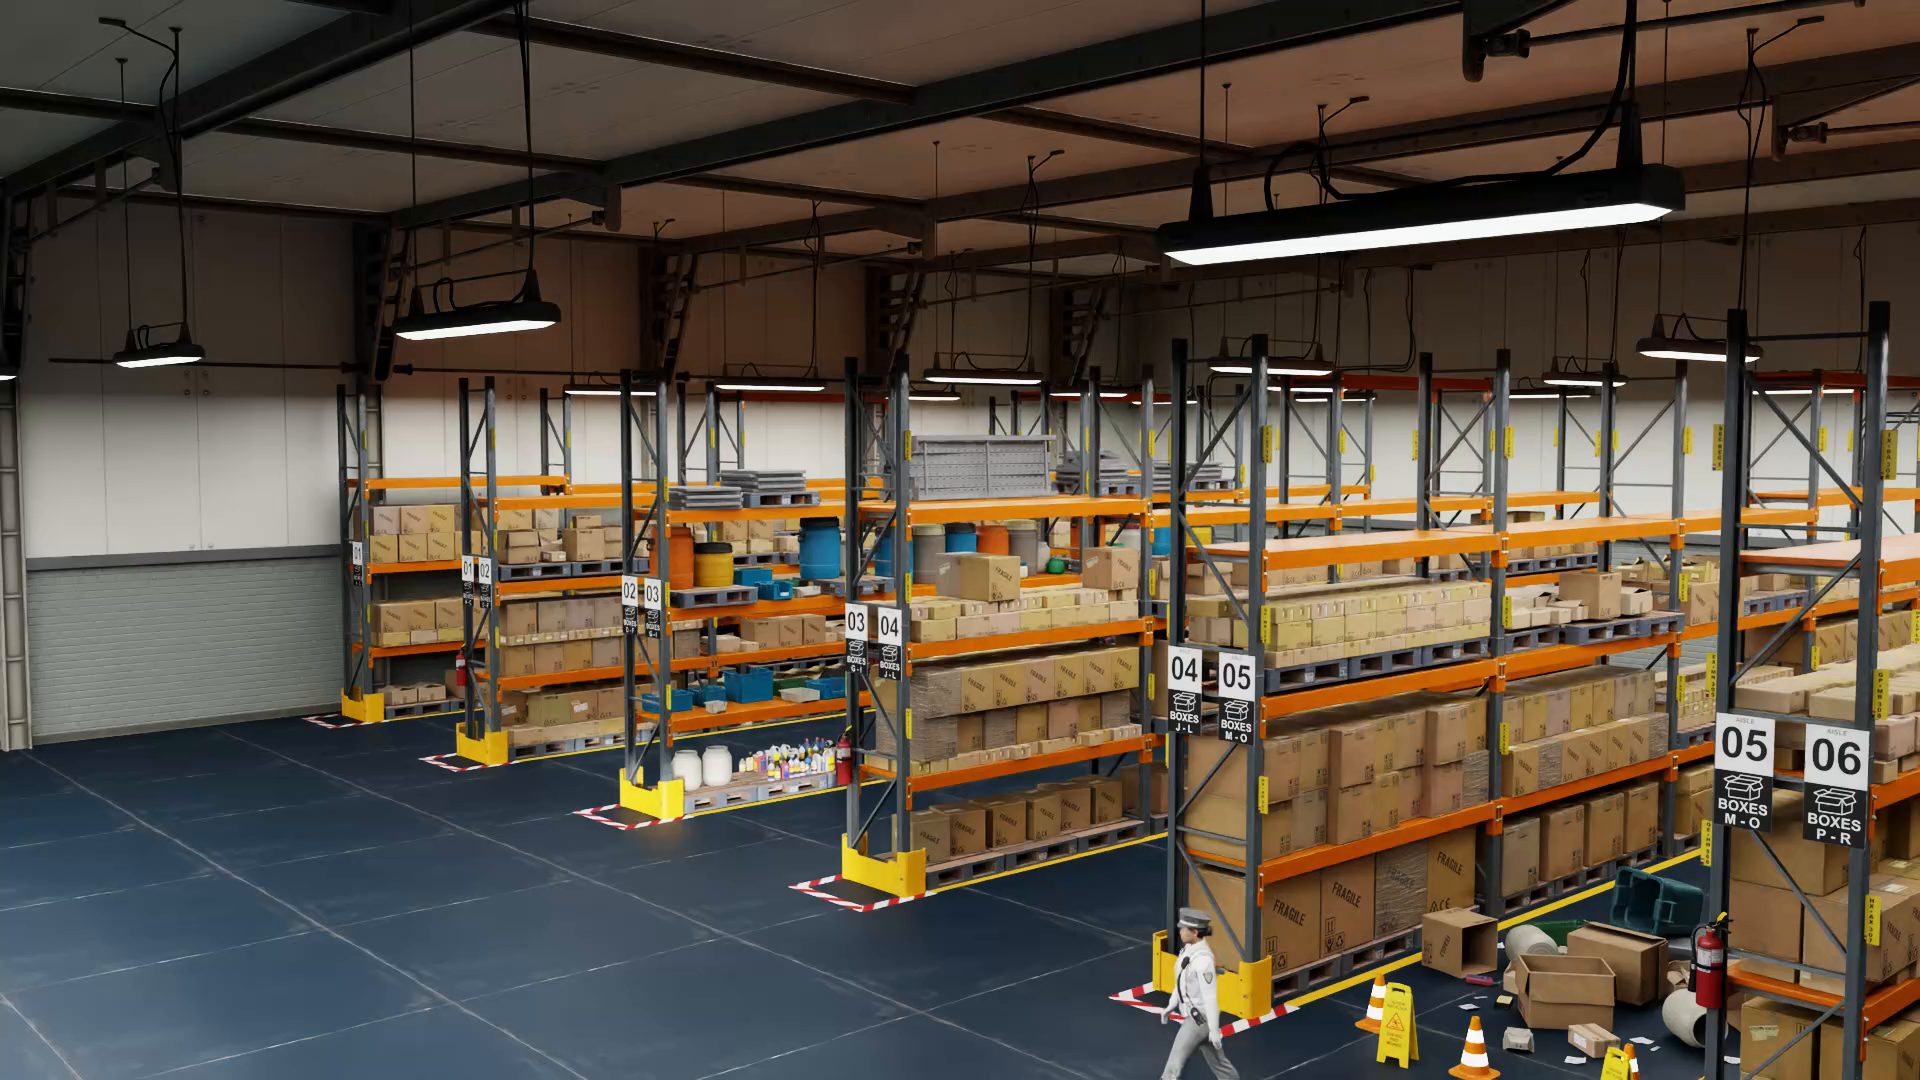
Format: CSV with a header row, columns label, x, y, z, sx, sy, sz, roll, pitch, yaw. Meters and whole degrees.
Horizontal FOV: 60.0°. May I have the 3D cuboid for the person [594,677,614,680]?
label,x,y,z,sx,sy,sz,roll,pitch,yaw
person,-6.298,2.407,29.635,0.551,1.655,0.539,2,4,28

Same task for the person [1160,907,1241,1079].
label,x,y,z,sx,sy,sz,roll,pitch,yaw
person,1.671,3.524,12.340,1.018,1.611,0.519,0,4,3
